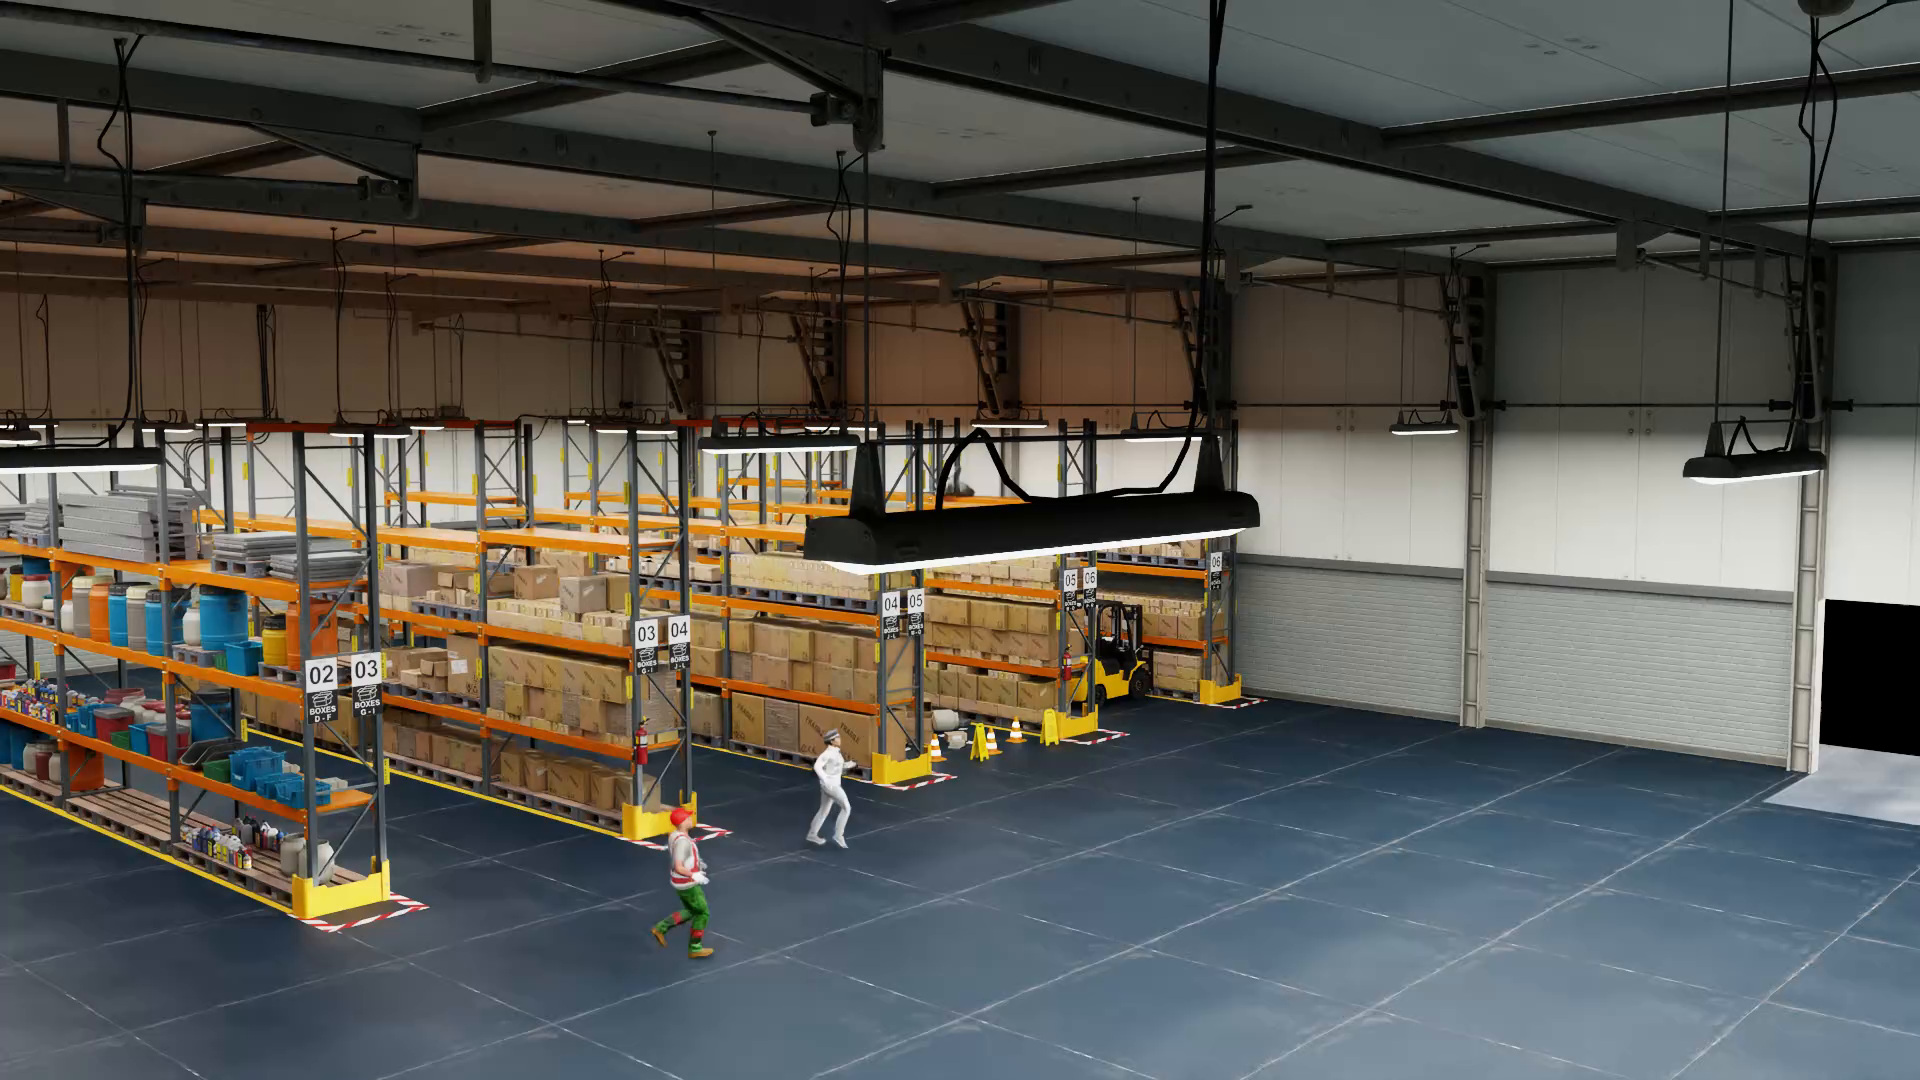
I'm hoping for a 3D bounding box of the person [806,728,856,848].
[{"bbox_3d":[-1.848,3.558,23.816,0.730,1.755,0.578,-1,5,-9],"label":"person"}]

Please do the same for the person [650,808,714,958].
[{"bbox_3d":[-3.167,3.912,18.944,0.708,1.742,0.650,-2,5,-20],"label":"person"}]
